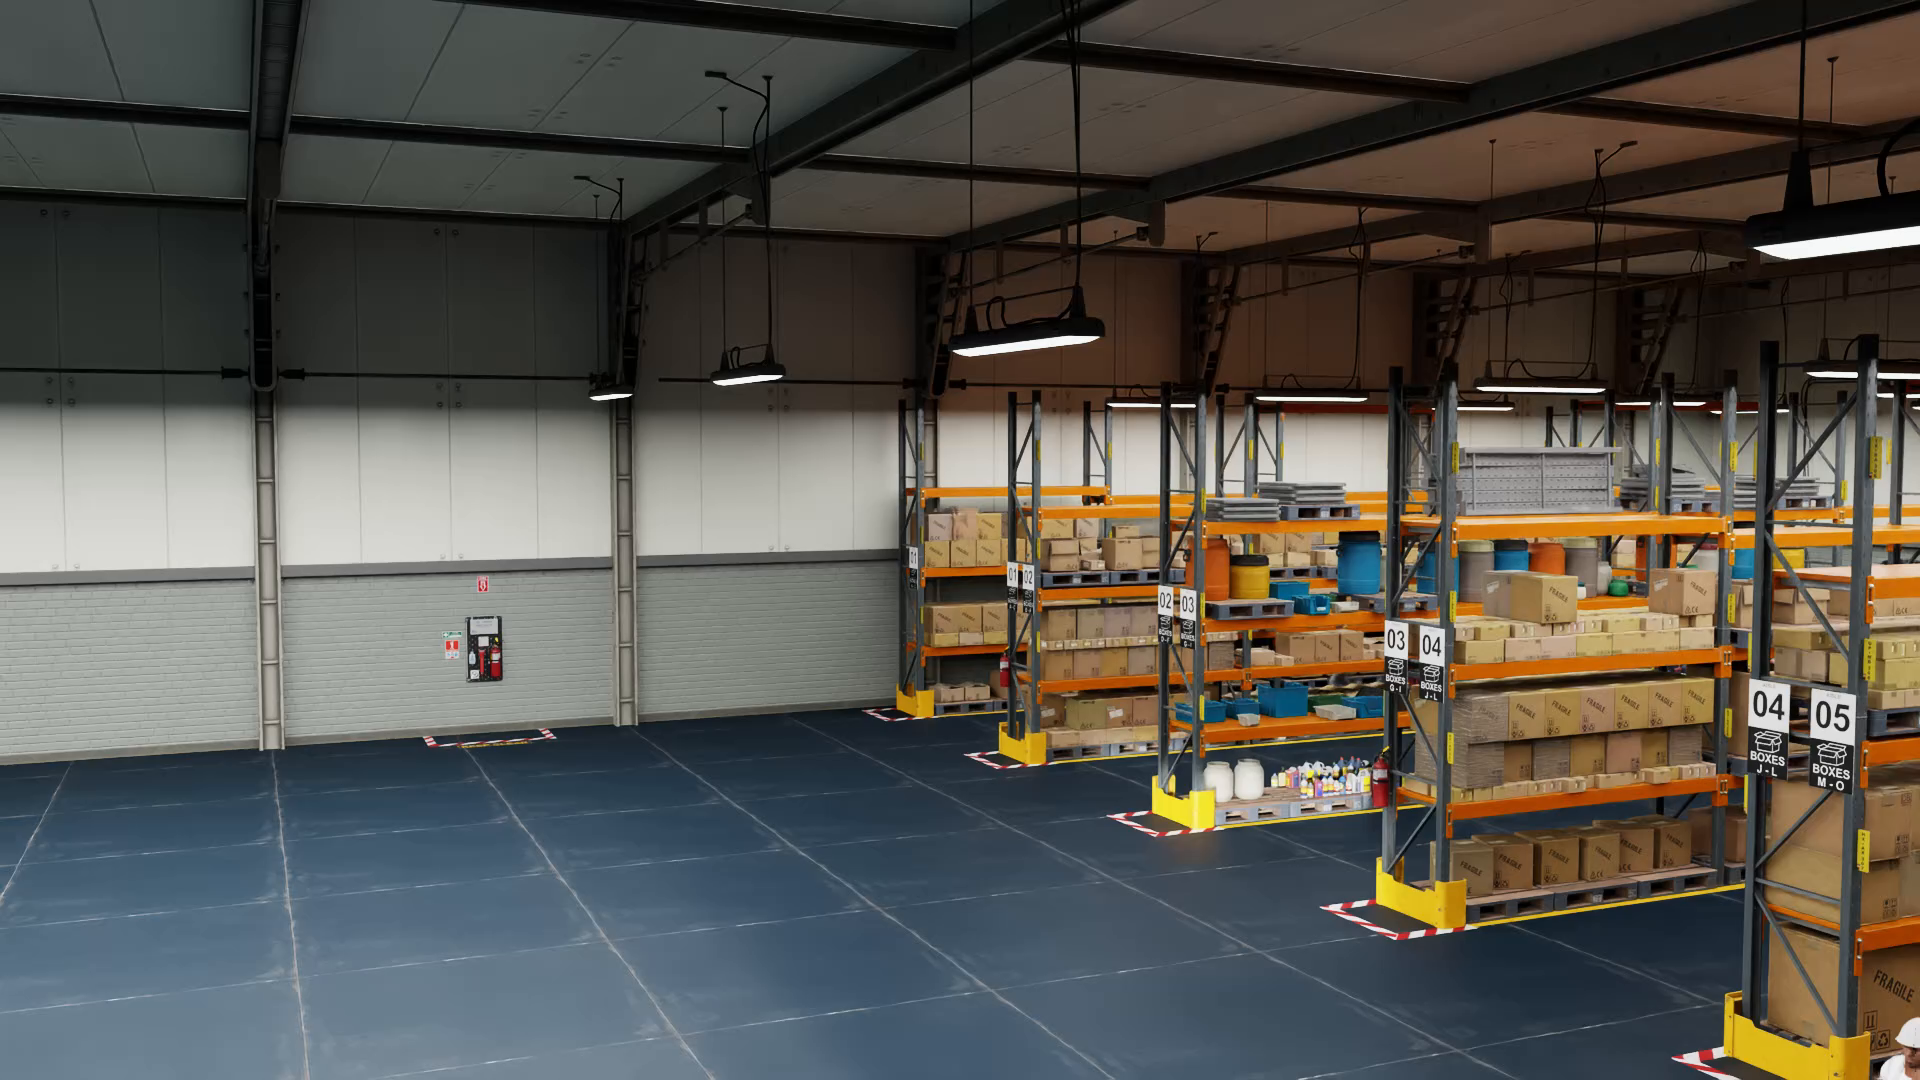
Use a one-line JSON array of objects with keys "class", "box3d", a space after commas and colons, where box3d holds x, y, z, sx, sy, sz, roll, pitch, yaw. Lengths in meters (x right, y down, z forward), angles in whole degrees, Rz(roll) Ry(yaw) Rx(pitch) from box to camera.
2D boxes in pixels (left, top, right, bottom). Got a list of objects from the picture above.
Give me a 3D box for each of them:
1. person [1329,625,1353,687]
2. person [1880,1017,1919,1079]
[{"class": "person", "box3d": [7.402, 2.388, 32.632, 1.084, 1.720, 0.588, -2, 4, -27]}, {"class": "person", "box3d": [5.636, 3.705, 9.829, 0.657, 1.778, 0.646, -2, 4, -28]}]
